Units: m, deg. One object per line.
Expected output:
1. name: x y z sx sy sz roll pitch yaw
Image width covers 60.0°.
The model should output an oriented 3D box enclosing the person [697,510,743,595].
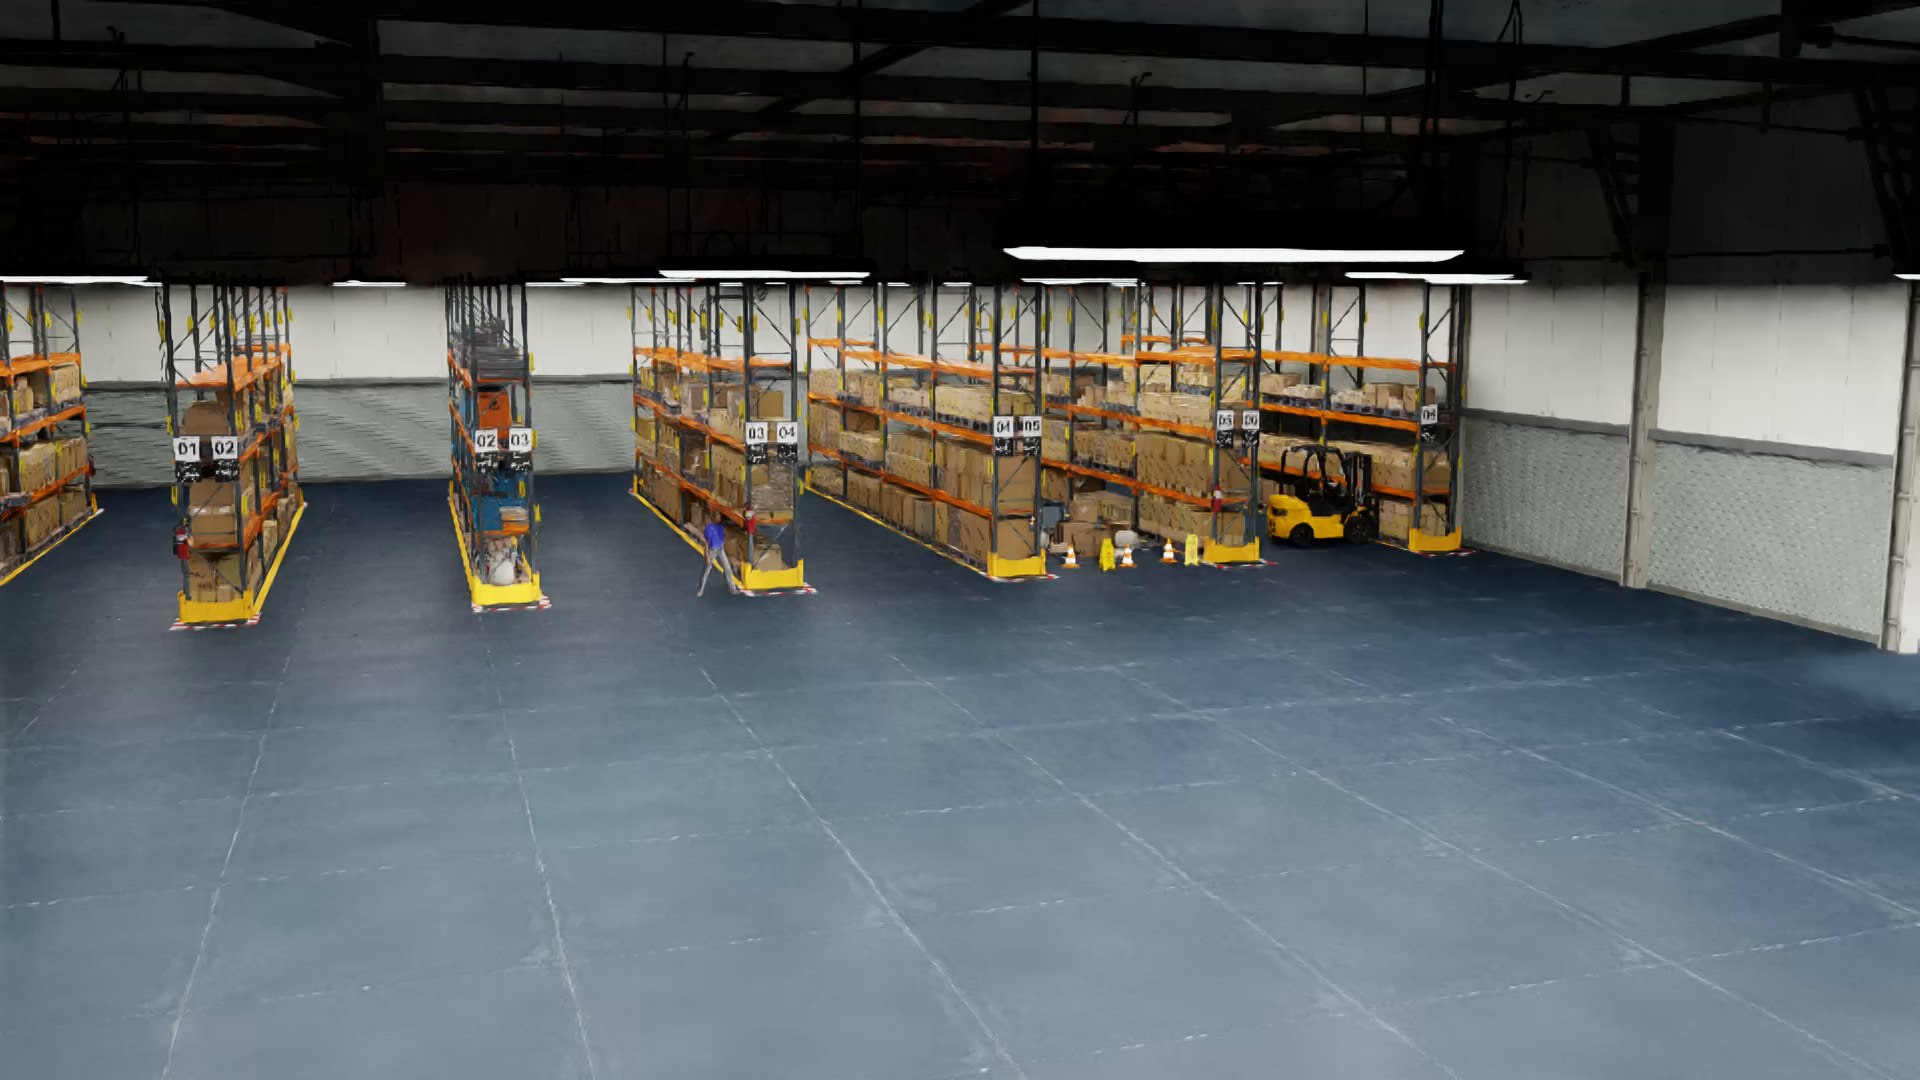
1. person: -4.539 0.233 31.088 0.593 1.611 0.864 -8 12 -43

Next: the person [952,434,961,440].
1. person: -0.118 -2.102 45.967 0.581 1.785 0.664 0 9 1

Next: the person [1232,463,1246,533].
1. person: 6.462 -0.993 39.037 0.551 1.665 0.574 2 9 13
